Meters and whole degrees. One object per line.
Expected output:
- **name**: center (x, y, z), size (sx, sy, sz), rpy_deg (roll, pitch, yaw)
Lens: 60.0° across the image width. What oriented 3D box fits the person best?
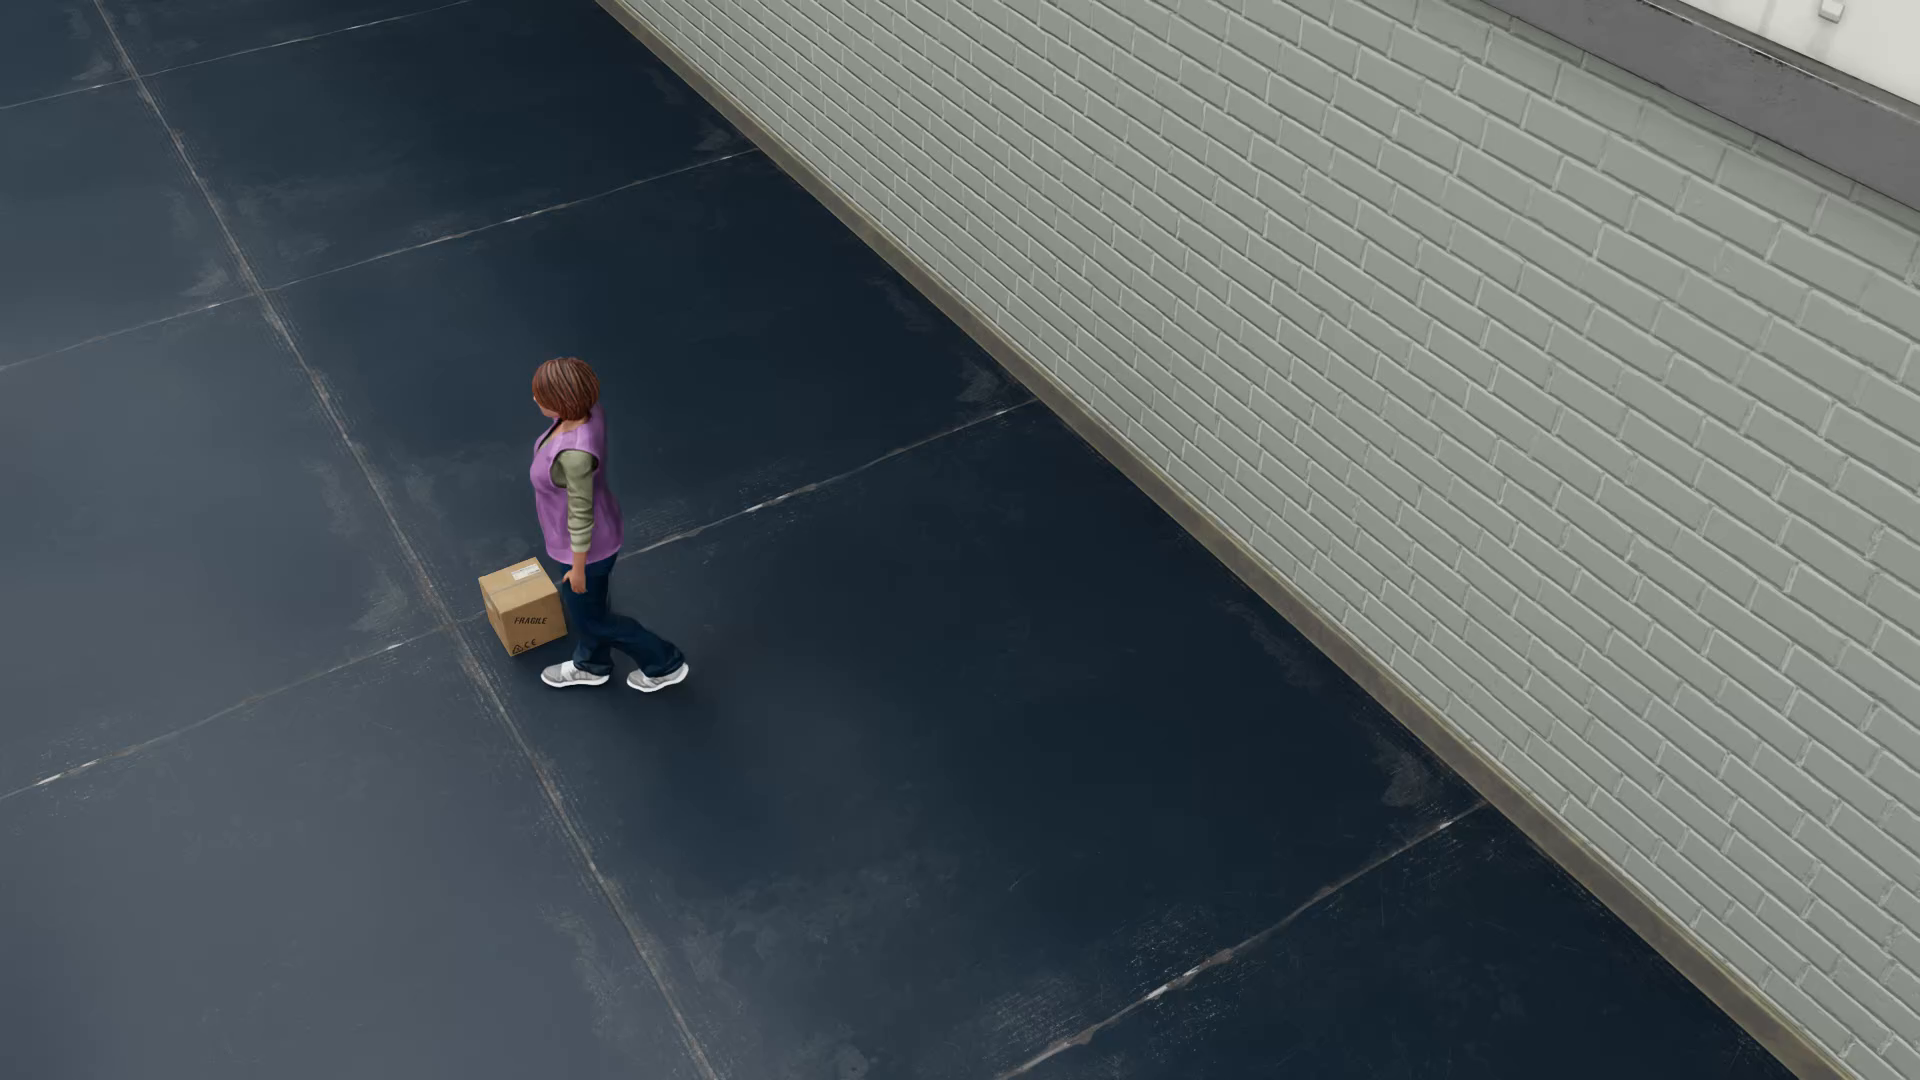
- **person**: center (-1.379, -0.005, 6.157), size (0.601, 1.590, 0.409), rpy_deg (-4, 42, -5)
